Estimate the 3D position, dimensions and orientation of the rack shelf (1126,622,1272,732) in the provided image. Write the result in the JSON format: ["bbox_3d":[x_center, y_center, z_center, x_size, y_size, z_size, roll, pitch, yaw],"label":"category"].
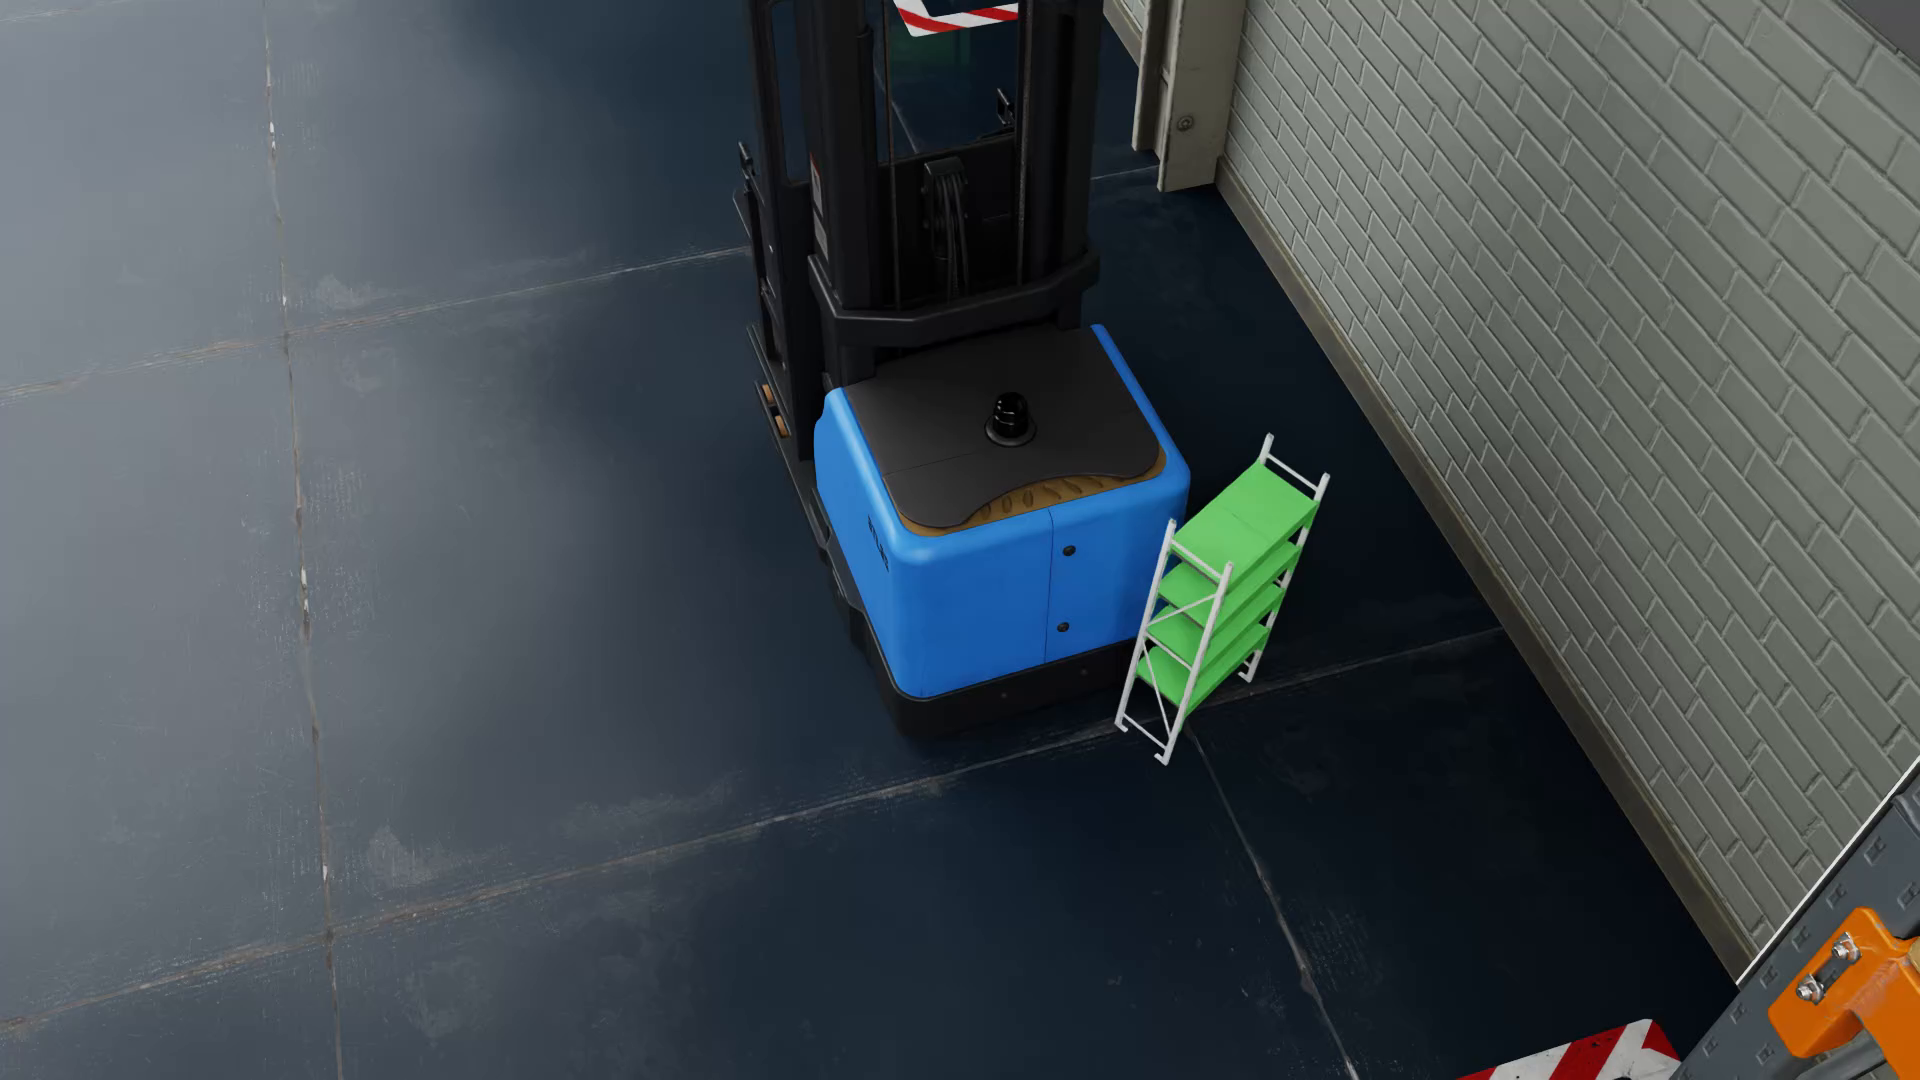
[{"bbox_3d":[0.830,0.411,5.791,0.258,0.148,0.480,39,60,22],"label":"rack shelf"}]

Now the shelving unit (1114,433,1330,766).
[{"bbox_3d":[0.849,0.229,5.548,0.258,1.200,0.503,39,60,22],"label":"shelving unit"}]

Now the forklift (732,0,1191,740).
[{"bbox_3d":[-0.211,-1.397,5.800,1.130,2.935,3.031,-15,52,-12],"label":"forklift"}]

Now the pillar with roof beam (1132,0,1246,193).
[{"bbox_3d":[-3.065,-3.763,3.826,9.100,9.000,0.400,-13,51,-11],"label":"pillar with roof beam"}]

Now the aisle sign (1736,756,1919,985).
[{"bbox_3d":[1.481,0.441,2.506,0.394,0.787,0.004,-13,51,-11],"label":"aisle sign"}]

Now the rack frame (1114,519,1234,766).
[{"bbox_3d":[0.682,0.365,5.434,0.240,1.200,0.015,39,60,22],"label":"rack frame"}]

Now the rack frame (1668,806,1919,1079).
[{"bbox_3d":[1.789,1.264,3.512,1.000,3.000,0.127,-13,51,-11],"label":"rack frame"}]

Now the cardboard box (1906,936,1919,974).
[{"bbox_3d":[1.649,0.559,2.066,0.500,0.500,0.500,-12,51,-10],"label":"cardboard box"}]

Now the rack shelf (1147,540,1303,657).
[{"bbox_3d":[0.860,0.124,5.407,0.258,0.148,0.480,39,60,22],"label":"rack shelf"}]

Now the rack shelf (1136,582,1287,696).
[{"bbox_3d":[0.845,0.268,5.599,0.258,0.148,0.480,39,60,22],"label":"rack shelf"}]

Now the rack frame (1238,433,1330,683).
[{"bbox_3d":[1.016,0.093,5.662,0.240,1.200,0.015,39,60,22],"label":"rack frame"}]

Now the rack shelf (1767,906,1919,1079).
[{"bbox_3d":[2.380,1.989,1.409,1.077,0.370,4.000,-13,51,-11],"label":"rack shelf"}]

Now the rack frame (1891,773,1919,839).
[{"bbox_3d":[1.789,-0.670,1.219,1.000,3.000,0.127,-13,51,-11],"label":"rack frame"}]

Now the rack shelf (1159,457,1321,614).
[{"bbox_3d":[0.875,-0.019,5.215,0.258,0.148,0.480,39,60,22],"label":"rack shelf"}]
